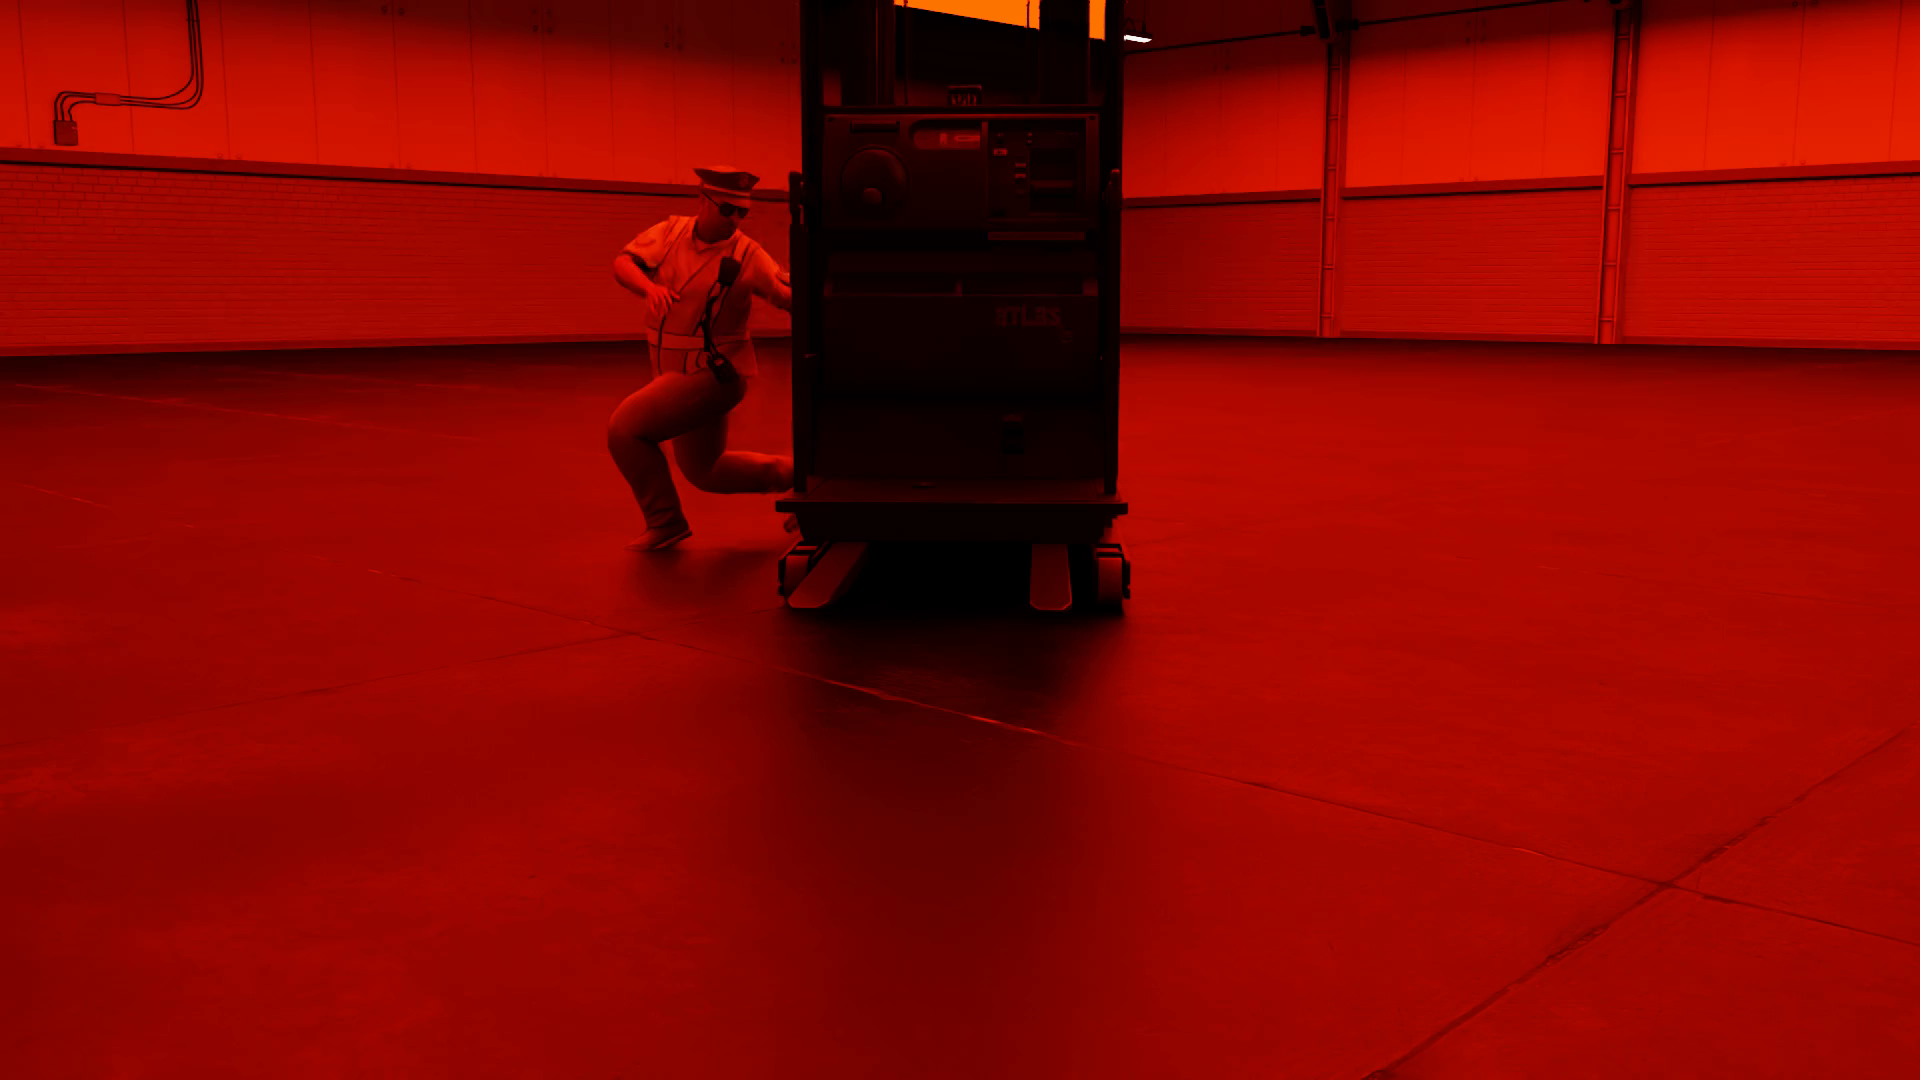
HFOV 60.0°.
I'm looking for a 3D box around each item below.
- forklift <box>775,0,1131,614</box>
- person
[{"bbox_3d":[-0.005,-1.283,5.396,1.130,2.935,3.031,0,9,3],"label":"forklift"},{"bbox_3d":[-0.920,-0.694,6.541,0.927,1.521,0.682,-6,10,-34],"label":"person"}]
